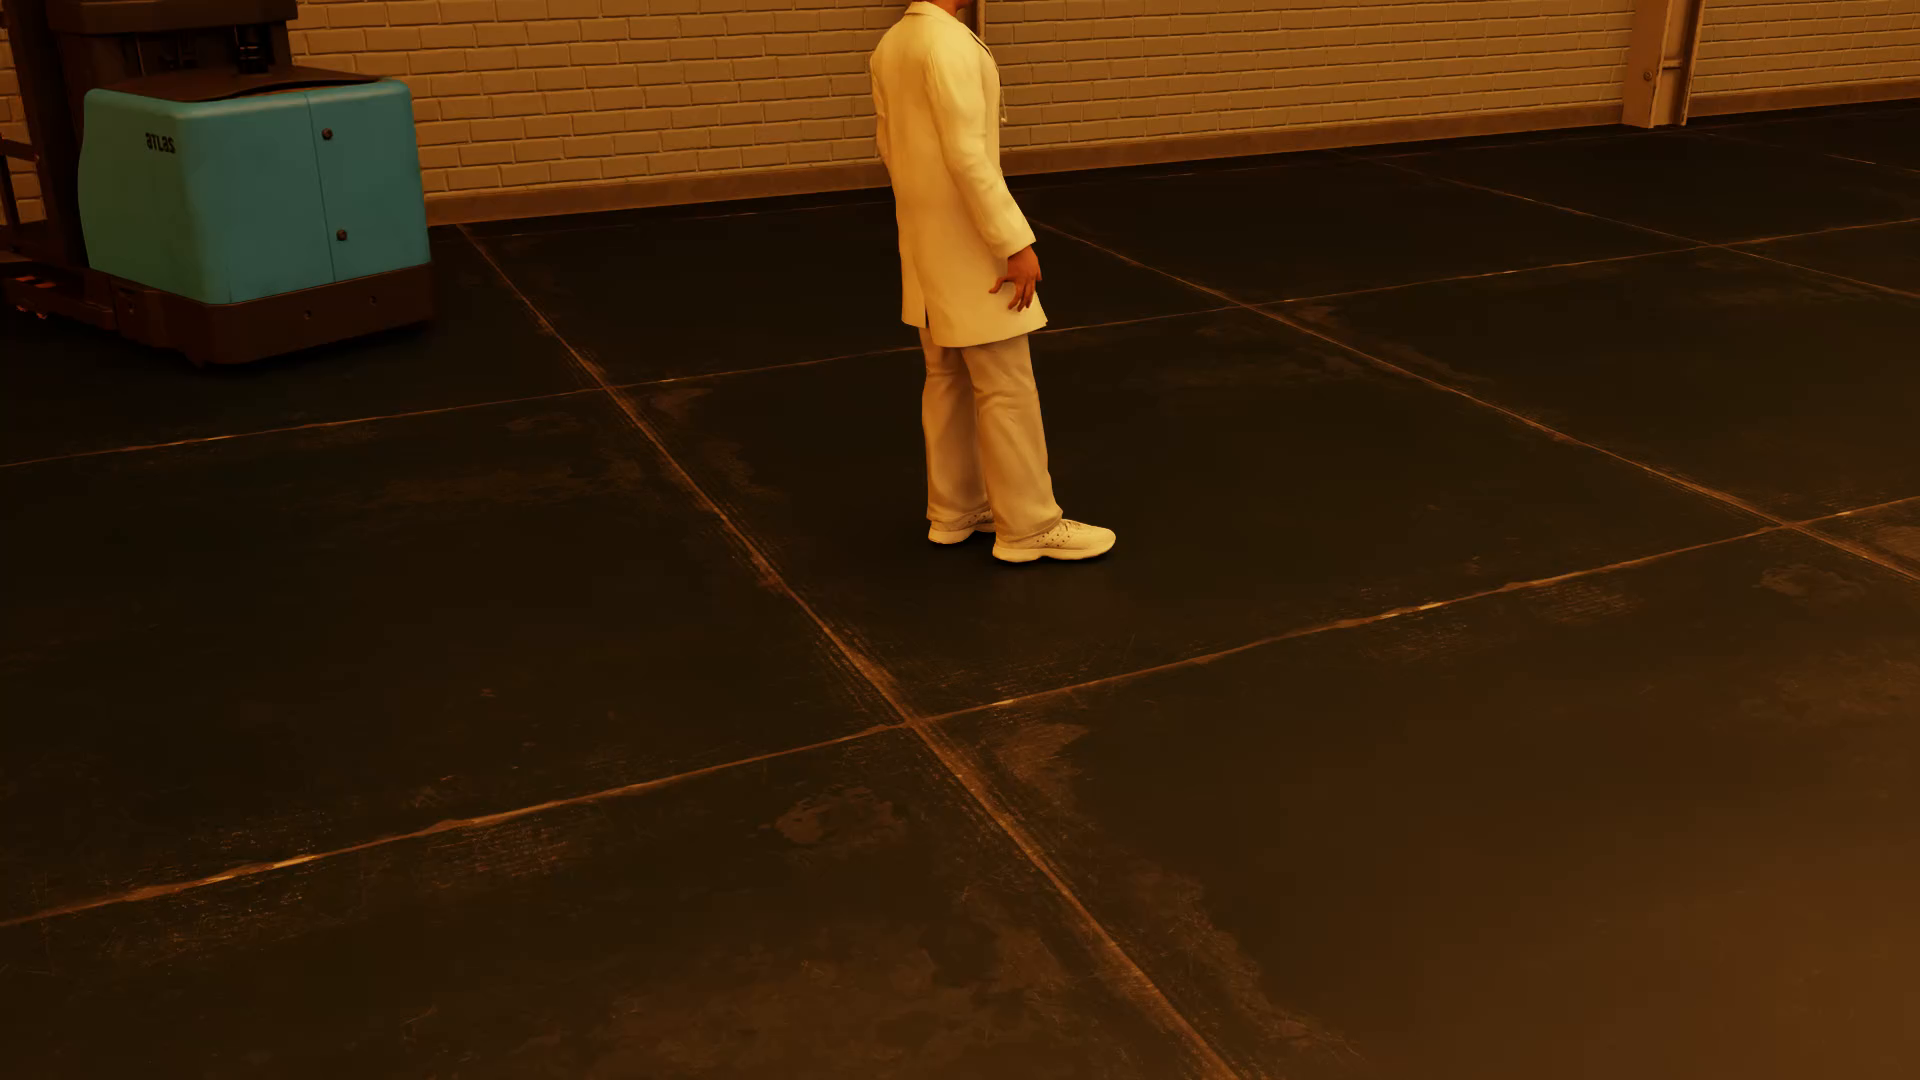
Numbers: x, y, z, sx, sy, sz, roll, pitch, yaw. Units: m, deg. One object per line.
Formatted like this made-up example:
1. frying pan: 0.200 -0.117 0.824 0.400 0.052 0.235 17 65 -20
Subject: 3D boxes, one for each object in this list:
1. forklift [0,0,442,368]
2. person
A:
1. forklift: -3.740 -2.488 7.276 3.031 2.935 1.130 17 28 36
2. person: 0.085 -0.842 4.795 0.578 1.778 0.698 -10 25 -23
